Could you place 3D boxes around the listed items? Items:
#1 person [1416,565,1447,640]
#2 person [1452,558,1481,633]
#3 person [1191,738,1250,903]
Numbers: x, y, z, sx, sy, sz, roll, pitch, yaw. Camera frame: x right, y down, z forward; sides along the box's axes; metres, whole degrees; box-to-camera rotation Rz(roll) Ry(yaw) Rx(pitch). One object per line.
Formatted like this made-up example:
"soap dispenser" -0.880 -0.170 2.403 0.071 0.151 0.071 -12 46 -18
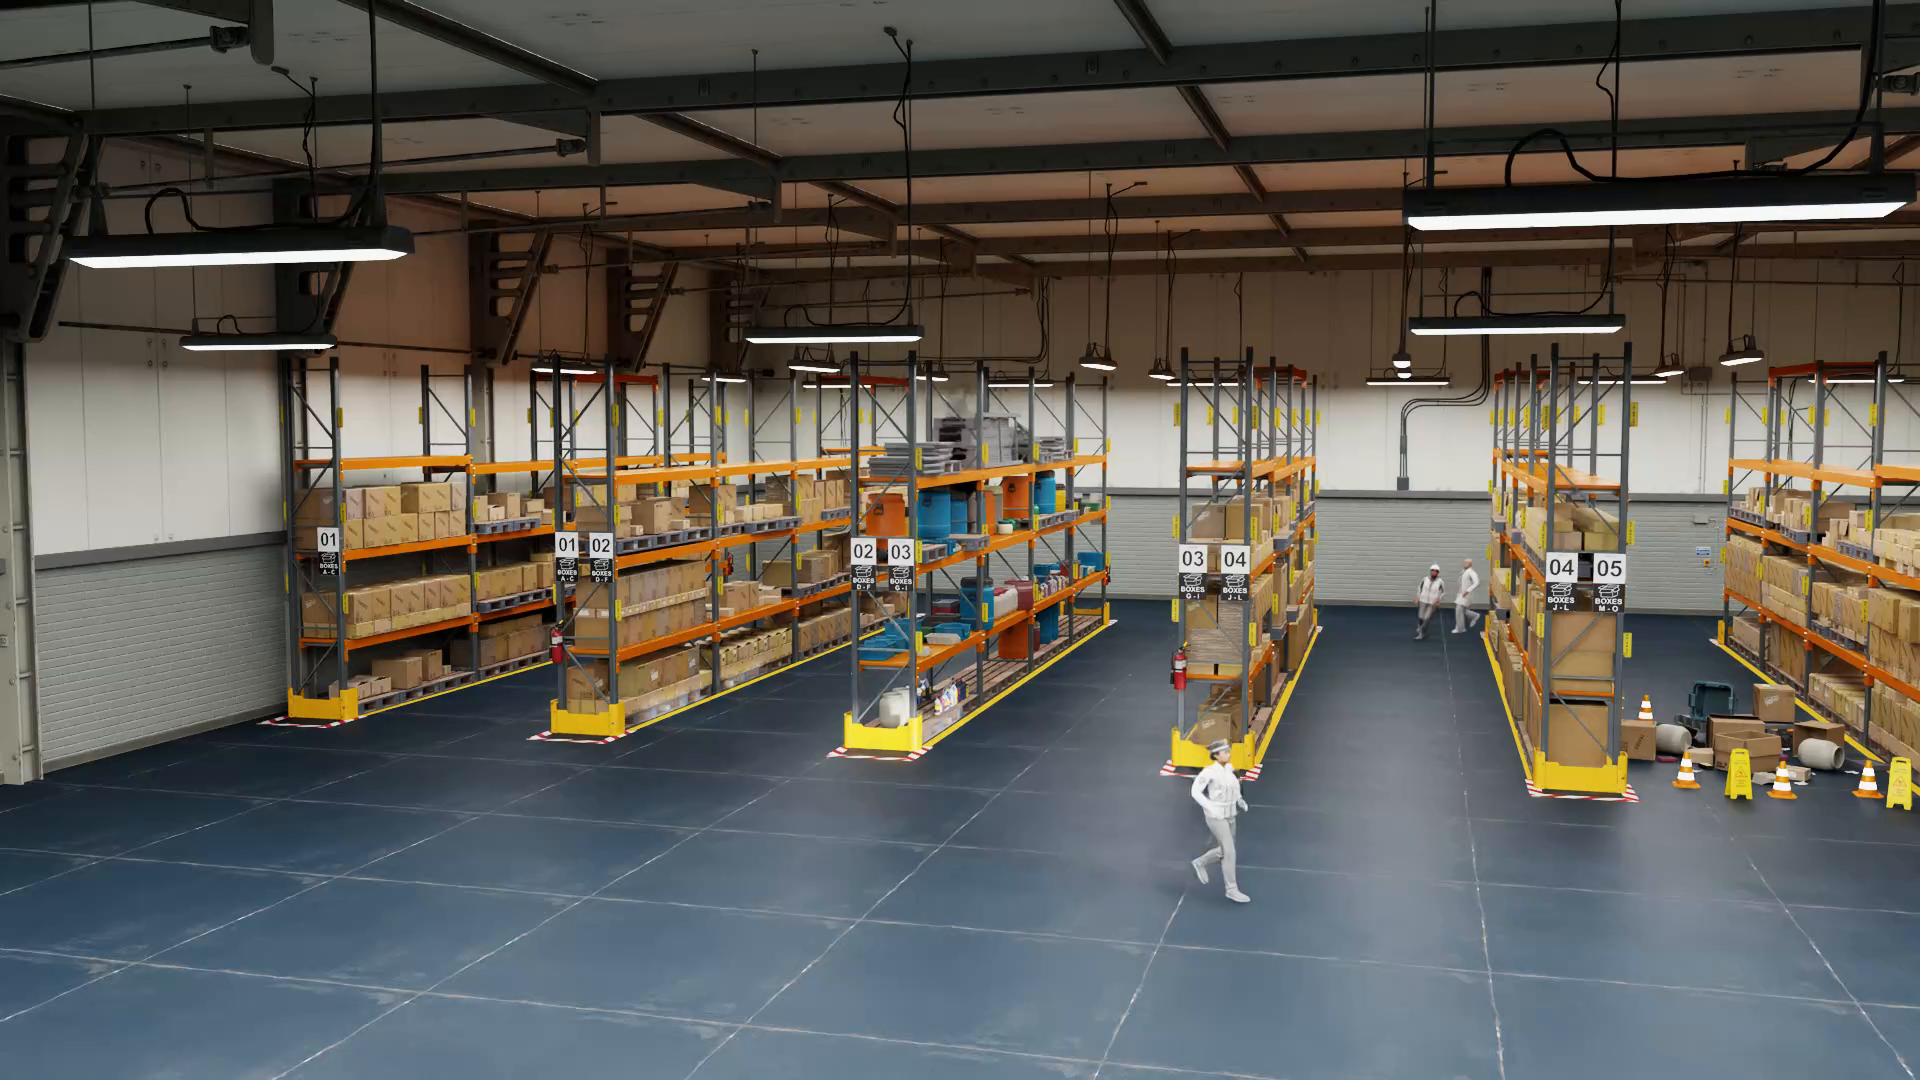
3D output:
"person" 10.604 1.406 37.455 0.683 1.699 0.533 2 5 27
"person" 11.836 1.325 38.768 0.691 1.780 0.761 -1 4 -11
"person" 2.691 2.886 17.332 0.766 1.682 0.627 4 6 44
